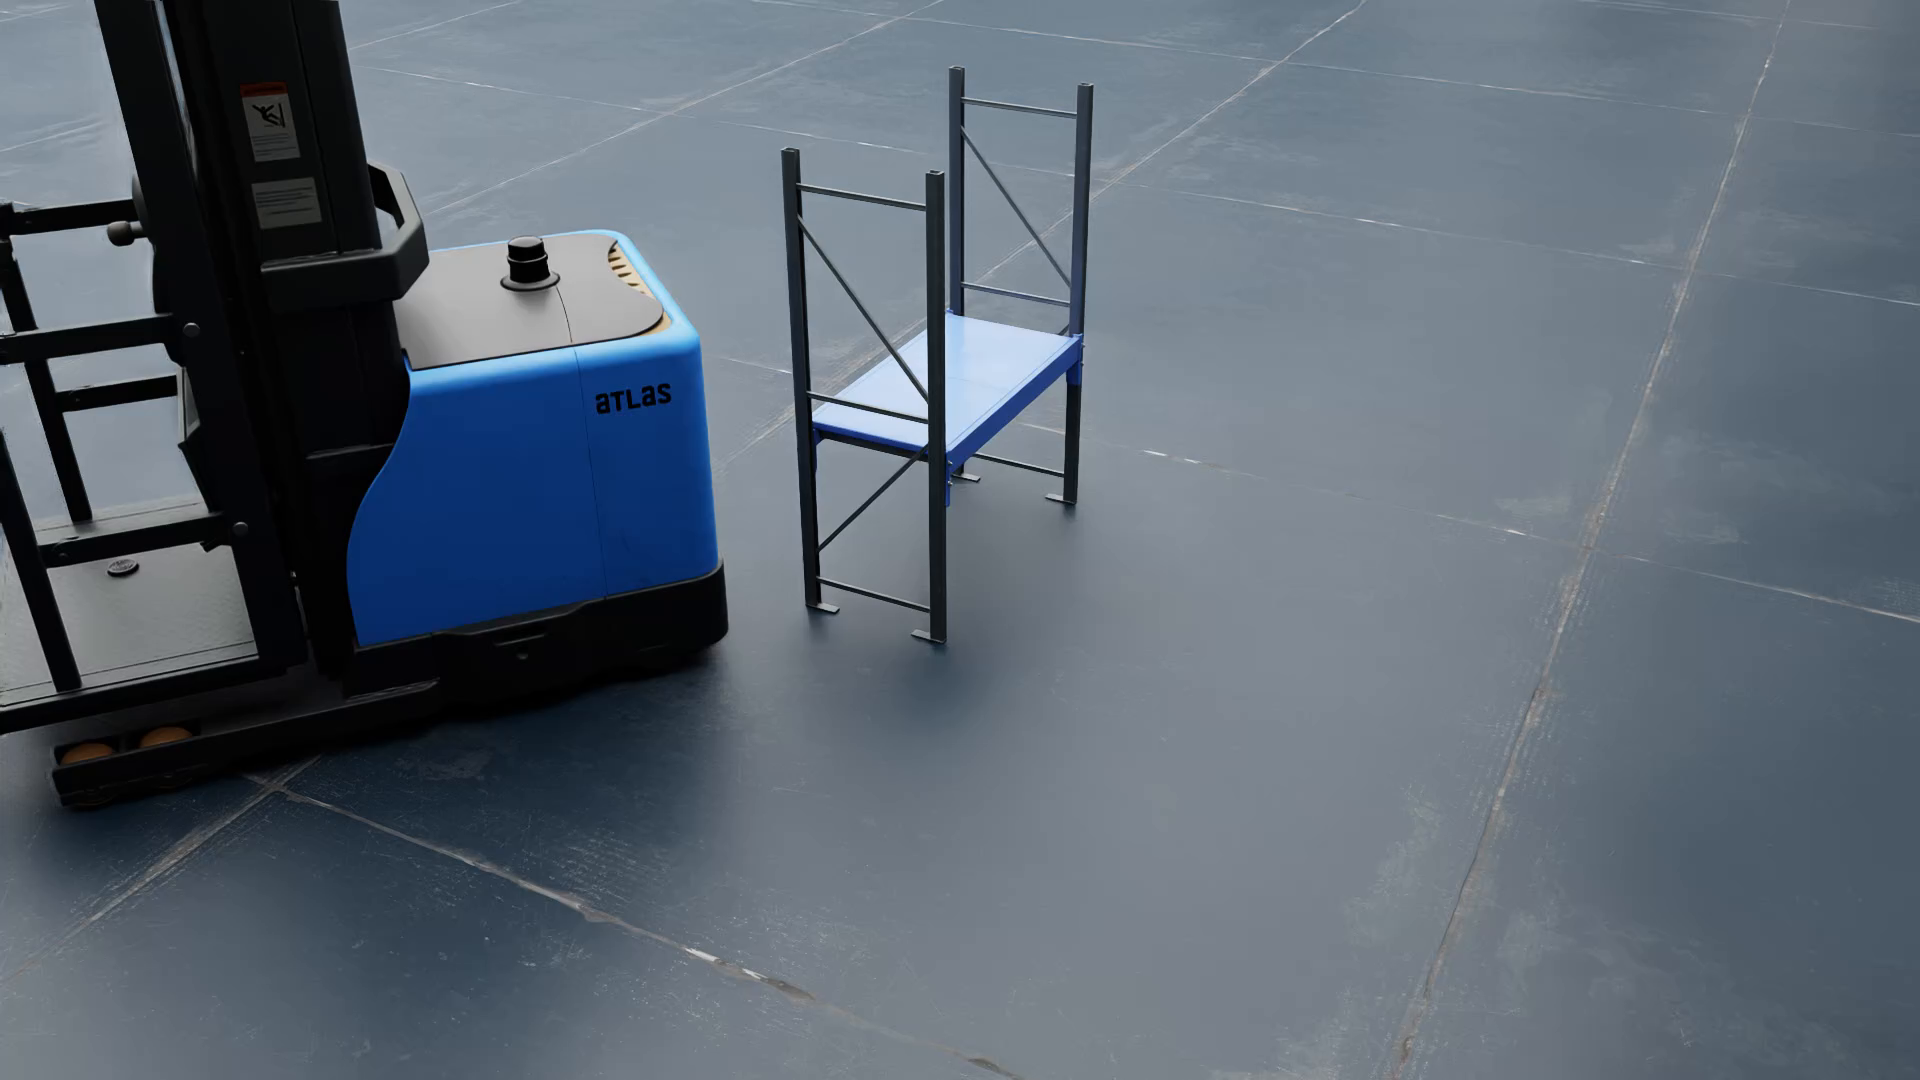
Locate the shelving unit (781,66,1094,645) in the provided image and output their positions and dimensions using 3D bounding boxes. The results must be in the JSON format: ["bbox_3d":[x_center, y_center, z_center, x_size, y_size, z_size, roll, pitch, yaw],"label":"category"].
[{"bbox_3d":[-0.039,-0.613,5.311,0.538,1.500,1.048,14,33,23],"label":"shelving unit"}]

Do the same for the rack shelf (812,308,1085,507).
[{"bbox_3d":[-0.039,-0.457,5.400,0.538,0.185,1.000,14,33,23],"label":"rack shelf"}]

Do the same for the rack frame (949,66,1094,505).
[{"bbox_3d":[0.193,-0.838,5.703,0.500,1.500,0.032,14,33,23],"label":"rack frame"}]

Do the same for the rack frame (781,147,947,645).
[{"bbox_3d":[-0.270,-0.387,4.918,0.500,1.500,0.032,14,33,23],"label":"rack frame"}]

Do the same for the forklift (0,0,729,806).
[{"bbox_3d":[-2.280,-0.851,4.289,3.031,2.935,1.130,-12,32,-20],"label":"forklift"}]
